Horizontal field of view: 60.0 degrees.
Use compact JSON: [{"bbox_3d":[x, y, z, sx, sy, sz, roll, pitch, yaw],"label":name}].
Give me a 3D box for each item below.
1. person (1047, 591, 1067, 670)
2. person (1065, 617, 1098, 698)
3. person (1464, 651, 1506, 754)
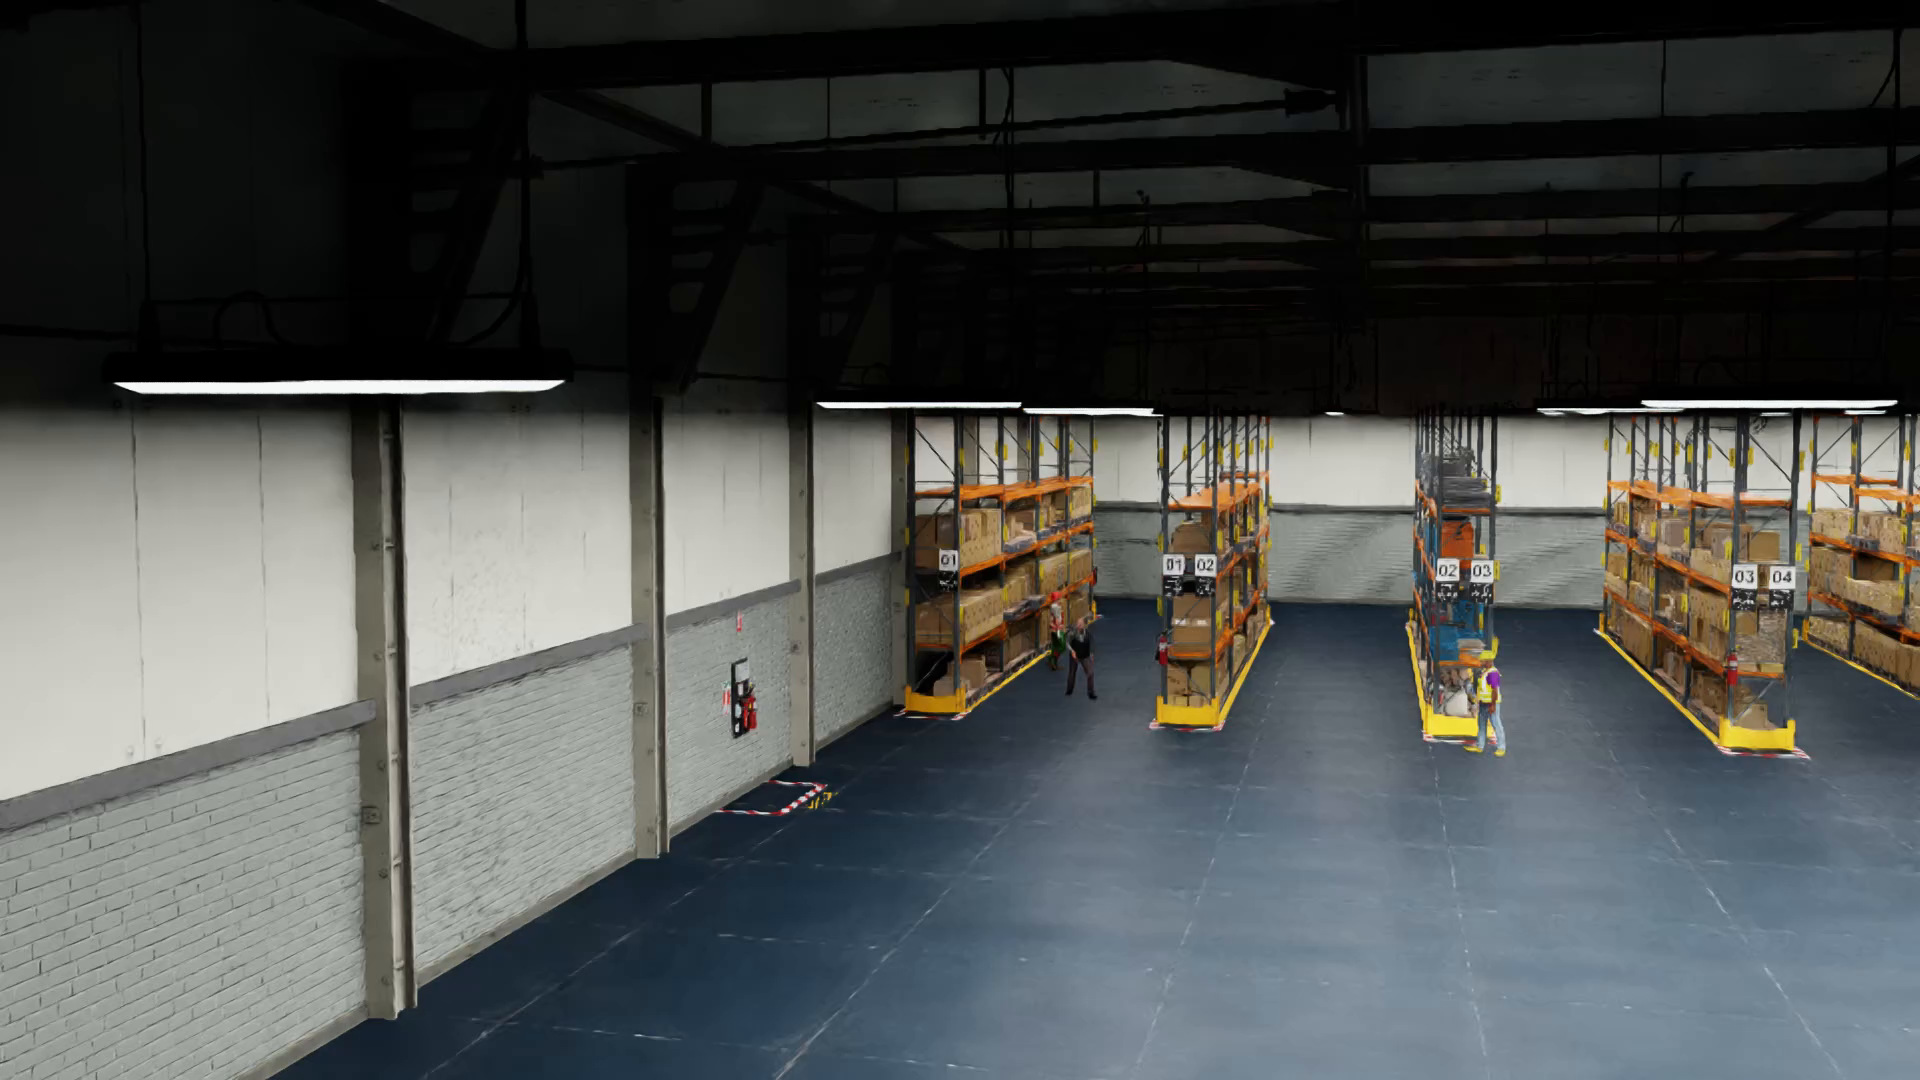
[{"bbox_3d":[2.184,2.073,37.905,0.444,1.779,0.598,-1,4,-10],"label":"person"},{"bbox_3d":[2.468,2.401,34.164,0.674,1.664,0.841,0,4,-3],"label":"person"},{"bbox_3d":[9.007,2.770,28.470,0.624,1.767,0.687,0,4,-1],"label":"person"}]
